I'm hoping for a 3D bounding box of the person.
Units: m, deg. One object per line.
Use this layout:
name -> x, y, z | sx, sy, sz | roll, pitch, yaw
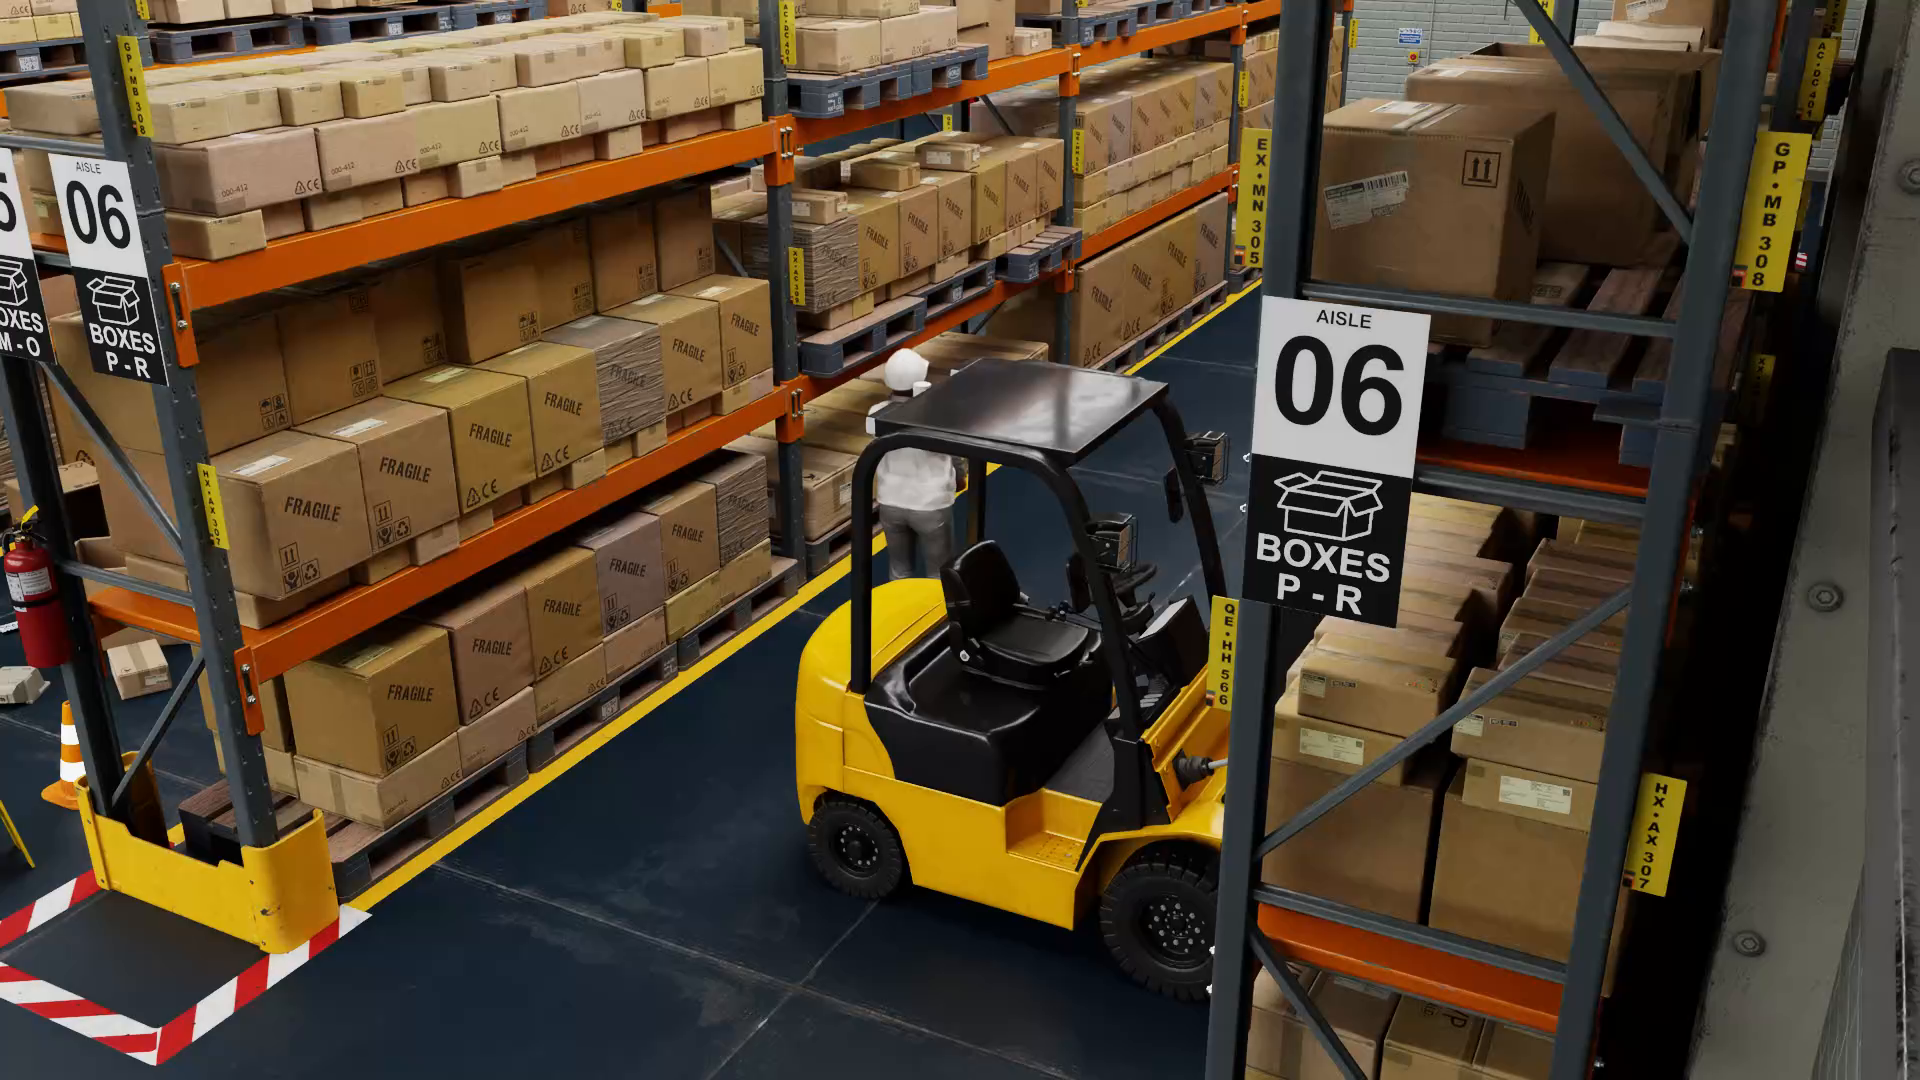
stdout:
person -> -0.216, -0.235, 9.137 | 0.490, 1.762, 0.565 | 10, 24, 22
